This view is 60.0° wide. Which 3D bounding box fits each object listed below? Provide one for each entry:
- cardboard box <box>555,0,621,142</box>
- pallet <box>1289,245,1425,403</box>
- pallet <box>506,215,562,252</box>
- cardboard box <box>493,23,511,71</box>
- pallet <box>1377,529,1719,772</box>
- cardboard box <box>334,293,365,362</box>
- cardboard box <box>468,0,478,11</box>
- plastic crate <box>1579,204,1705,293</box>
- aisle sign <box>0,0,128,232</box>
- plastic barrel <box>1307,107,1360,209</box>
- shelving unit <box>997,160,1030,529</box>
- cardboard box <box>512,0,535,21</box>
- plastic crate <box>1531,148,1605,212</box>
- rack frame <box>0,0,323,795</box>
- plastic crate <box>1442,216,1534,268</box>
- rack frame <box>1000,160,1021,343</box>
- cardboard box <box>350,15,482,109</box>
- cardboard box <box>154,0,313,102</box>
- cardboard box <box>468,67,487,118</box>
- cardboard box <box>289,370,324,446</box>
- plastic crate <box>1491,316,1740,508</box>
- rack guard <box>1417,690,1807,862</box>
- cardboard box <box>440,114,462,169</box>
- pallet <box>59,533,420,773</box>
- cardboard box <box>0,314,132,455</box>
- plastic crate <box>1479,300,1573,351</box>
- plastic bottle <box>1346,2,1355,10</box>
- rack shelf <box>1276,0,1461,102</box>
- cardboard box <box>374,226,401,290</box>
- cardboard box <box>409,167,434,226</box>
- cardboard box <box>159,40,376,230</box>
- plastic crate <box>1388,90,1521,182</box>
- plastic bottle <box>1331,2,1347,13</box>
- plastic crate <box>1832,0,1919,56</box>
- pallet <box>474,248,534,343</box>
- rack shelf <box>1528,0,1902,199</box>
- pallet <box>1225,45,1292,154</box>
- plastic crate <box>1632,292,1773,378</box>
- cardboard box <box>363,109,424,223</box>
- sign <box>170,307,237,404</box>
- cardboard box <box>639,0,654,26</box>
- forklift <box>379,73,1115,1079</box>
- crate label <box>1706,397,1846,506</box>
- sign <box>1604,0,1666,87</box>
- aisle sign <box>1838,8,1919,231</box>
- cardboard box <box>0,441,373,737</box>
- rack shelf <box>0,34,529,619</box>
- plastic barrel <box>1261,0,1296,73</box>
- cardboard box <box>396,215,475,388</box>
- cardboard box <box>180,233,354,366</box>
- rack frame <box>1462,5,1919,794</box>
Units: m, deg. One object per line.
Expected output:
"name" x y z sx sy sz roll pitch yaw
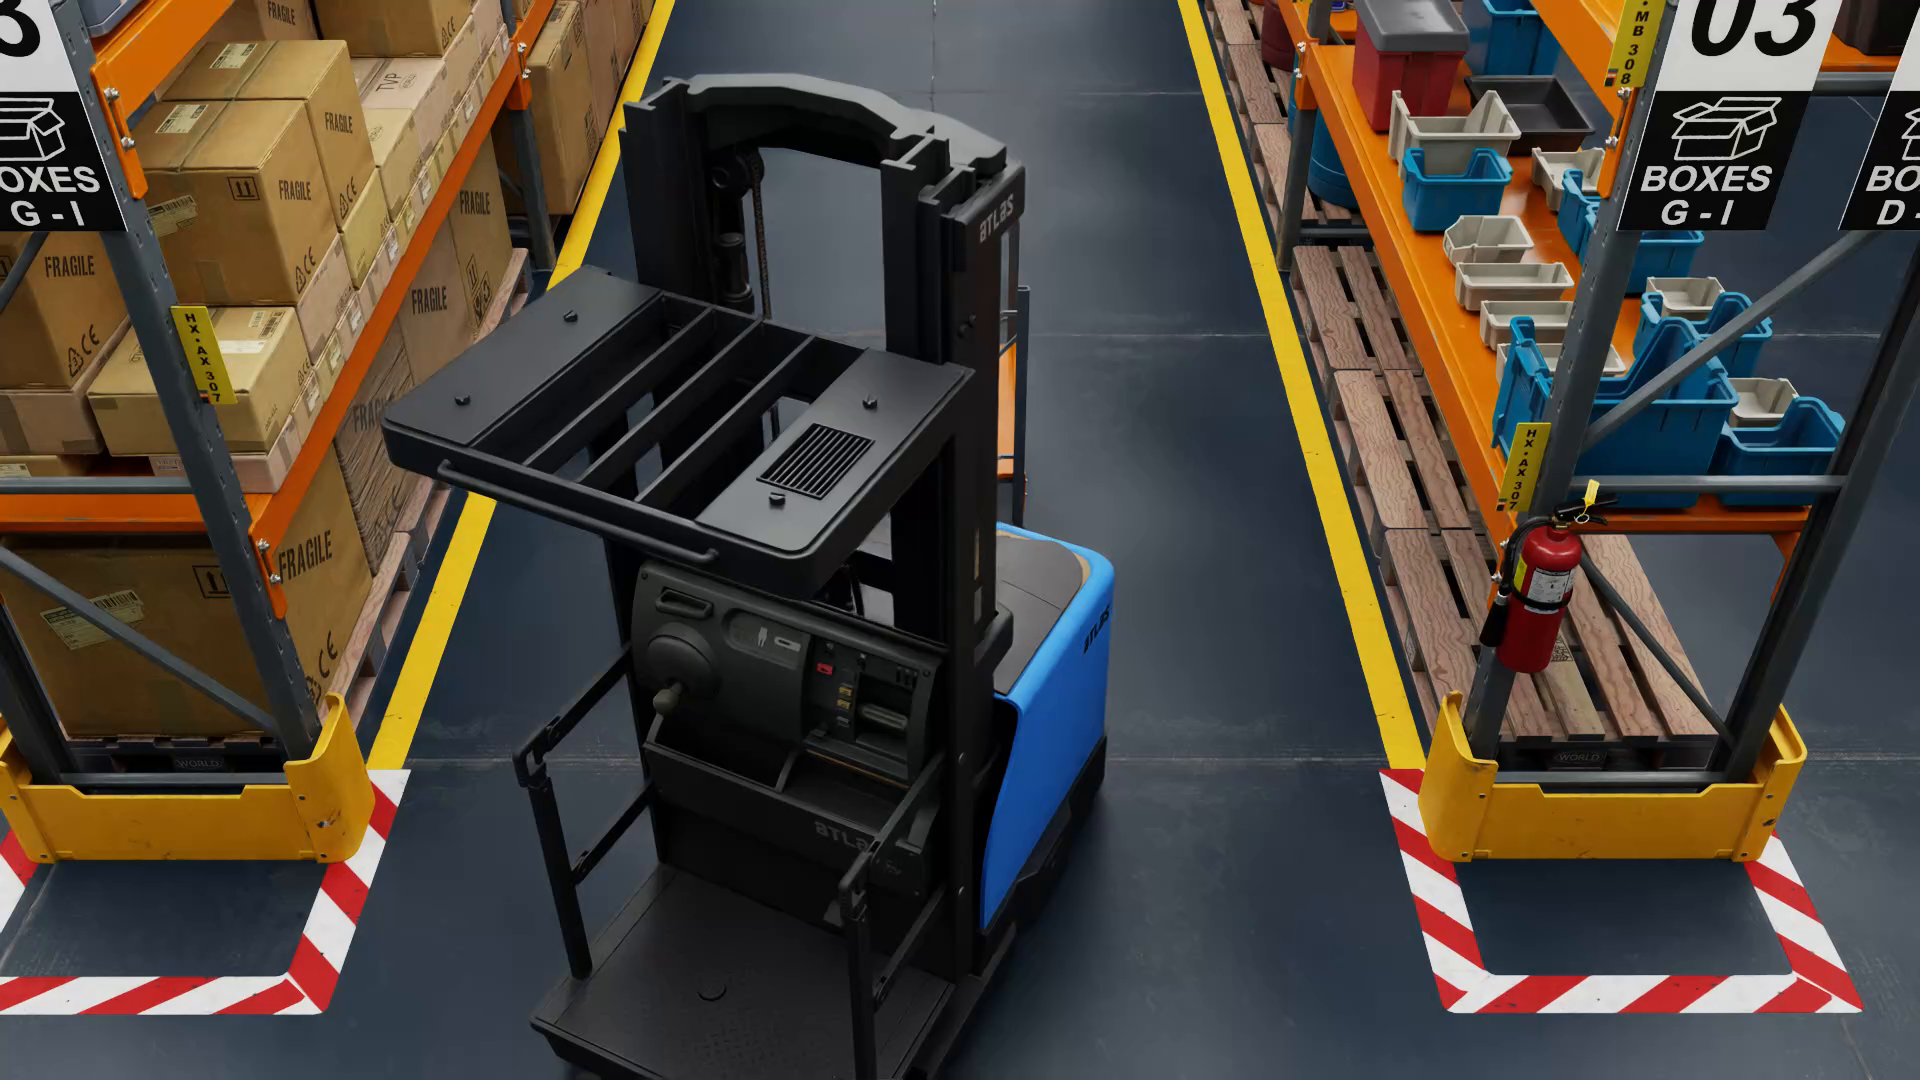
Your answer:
"cardboard box" -2.740 -2.954 9.901 1.225 0.875 0.875 -1 39 -2
"pallet" 2.275 -1.116 8.474 1.003 0.211 1.213 0 39 0
"pallet" -2.794 -2.055 9.645 1.003 0.211 1.213 0 39 0
"cardboard box" -2.390 -2.372 8.012 0.380 0.149 0.250 0 39 0
"pallet" 2.278 0.410 6.570 1.003 0.211 1.213 0 39 0
"cardboard box" -2.387 -0.767 6.009 0.380 0.149 0.250 -1 39 -1
"cardboard box" -2.450 -2.723 7.532 0.500 0.500 0.500 1 39 1
"plastic crate" 2.567 -1.099 6.308 0.416 0.233 0.300 0 39 0
"aisle sign" -2.413 -1.129 4.181 0.394 0.787 0.004 0 39 0
"plastic barrel" 2.252 -2.349 9.125 0.600 0.901 0.708 0 39 0
"shelving unit" 0.000 -0.633 6.840 0.587 1.500 1.083 0 39 0
"cardboard box" -2.468 -2.987 8.499 0.500 0.500 0.500 0 39 0
"plastic crate" 2.538 -1.496 6.881 0.293 0.136 0.466 0 39 0
"rack frame" -2.713 -0.159 5.050 1.000 3.000 0.127 0 39 0
"plastic crate" 2.028 -1.134 6.429 0.298 0.136 0.250 0 39 0
"rack frame" -0.001 -0.957 7.244 0.500 1.500 0.032 0 39 0
"cardboard box" -2.452 -2.119 7.377 0.500 0.250 0.500 1 39 1
"cardboard box" -2.975 -2.078 6.726 0.500 0.500 0.500 -1 39 -1
"cardboard box" -2.389 -2.051 7.611 0.380 0.149 0.250 -1 39 -1
"cardboard box" -2.385 -0.444 5.606 0.380 0.149 0.250 -1 39 -1
"plastic crate" 2.053 -0.409 5.286 0.616 0.435 0.499 0 39 0
"rack guard" 2.253 0.828 5.817 1.175 0.500 0.348 0 39 0
"cardboard box" -2.388 -1.729 7.209 0.380 0.149 0.250 1 39 1
"pallet" -2.792 0.429 6.546 1.003 0.211 1.213 0 39 0
"cardboard box" -2.979 -0.520 5.382 0.500 0.250 0.500 -1 39 -1
"plastic crate" 2.072 -0.774 5.980 0.396 0.136 0.243 0 39 0
"plastic bottle" 2.036 -2.845 8.560 0.097 0.201 0.097 0 39 0
"rack shelf" 2.233 -3.634 9.961 1.077 0.370 4.000 0 39 0
"cardboard box" -2.388 -1.087 6.409 0.380 0.149 0.250 0 39 -1
"cardboard box" -2.389 -1.409 6.811 0.380 0.149 0.250 1 39 1
"cardboard box" -2.451 -1.446 5.939 0.500 0.500 0.500 -1 39 -1
"plastic crate" 2.053 -1.686 7.002 0.437 0.282 0.530 0 39 0
"plastic bottle" 1.911 -2.862 8.522 0.152 0.276 0.135 0 39 0
"plastic crate" 2.518 -1.523 4.458 0.497 0.269 0.590 0 39 0
"pallet" -2.795 -1.097 8.450 1.003 0.211 1.213 0 39 0
"rack shelf" 2.237 -2.303 5.902 1.077 0.370 4.000 0 39 0
"pallet" 2.272 -2.823 10.604 1.003 0.211 1.213 0 39 0
"plastic crate" 2.568 -0.687 5.795 0.416 0.233 0.300 0 39 0
"cardboard box" -2.454 -1.483 6.584 0.500 0.250 0.500 -1 39 -1
"sign" -2.158 -0.525 4.750 0.100 0.325 0.005 0 39 0
"cardboard box" -2.742 -4.065 11.287 1.225 0.875 0.875 -2 39 -2
"forklift" -0.584 0.437 4.361 1.130 2.935 3.031 17 42 20
"crate label" 2.569 -0.275 5.281 0.416 0.233 0.303 0 39 0
"sign" 1.690 -1.282 4.136 0.100 0.325 0.005 0 39 0
"aisle sign" 2.537 -1.132 4.186 0.394 0.787 0.004 0 39 0
"cardboard box" -2.794 0.106 6.082 0.875 0.875 0.875 0 39 0
"rack shelf" -2.716 -1.129 6.836 1.077 0.370 4.000 0 39 0
"plastic barrel" 2.249 -3.376 10.657 0.600 0.588 0.708 0 39 0
"cardboard box" -2.796 -1.020 7.487 0.875 0.875 0.875 0 39 0
"cardboard box" -2.451 -0.842 5.784 0.500 0.250 0.500 0 39 -1
"rack frame" 2.240 -0.163 5.054 1.000 3.000 0.127 0 39 0
